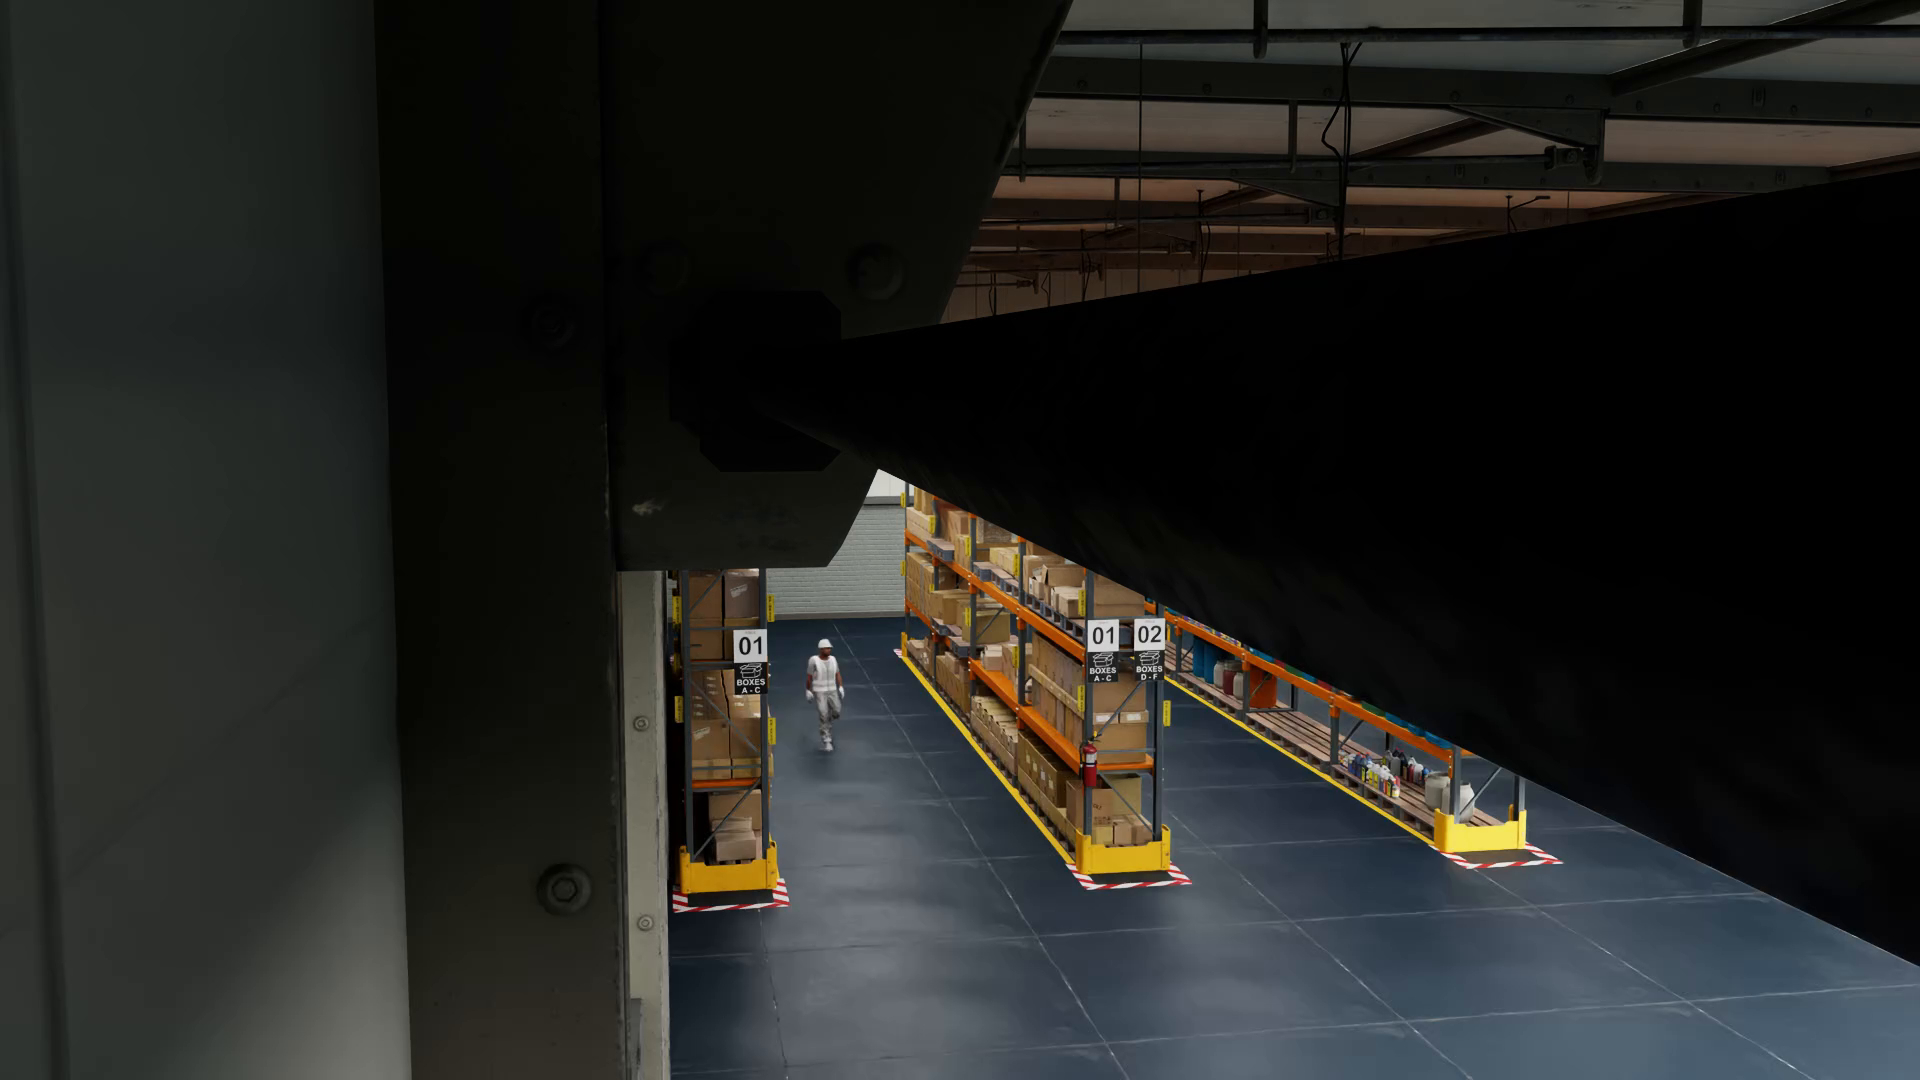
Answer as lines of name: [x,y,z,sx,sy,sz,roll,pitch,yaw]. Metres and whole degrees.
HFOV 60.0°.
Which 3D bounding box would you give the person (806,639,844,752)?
person: [-2.192,2.574,27.805,0.584,1.785,0.745,-4,7,-33]
